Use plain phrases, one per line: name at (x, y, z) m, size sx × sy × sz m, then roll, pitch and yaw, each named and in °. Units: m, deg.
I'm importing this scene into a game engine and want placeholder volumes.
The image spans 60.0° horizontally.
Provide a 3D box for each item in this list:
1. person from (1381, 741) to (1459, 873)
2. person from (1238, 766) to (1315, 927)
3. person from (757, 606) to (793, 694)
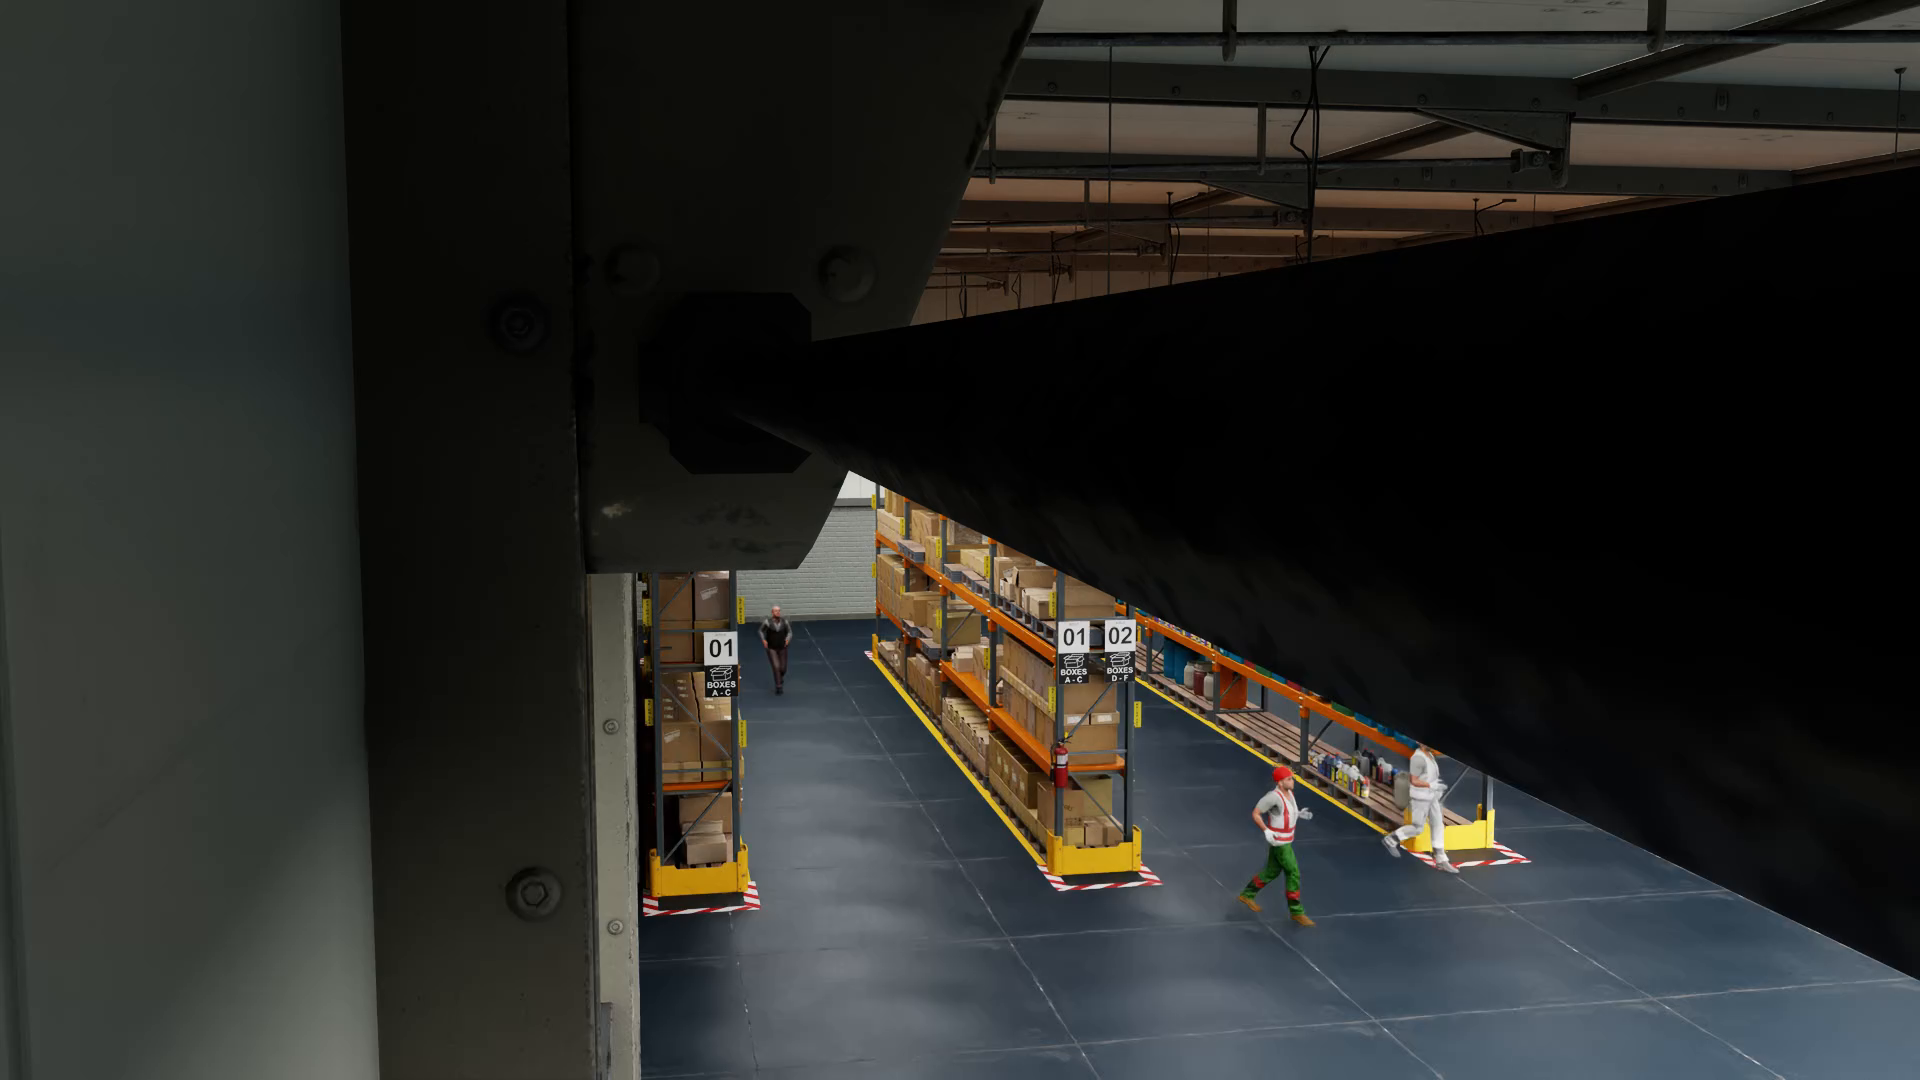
person at (5.841, 3.276, 21.039) m, size 0.985 × 1.793 × 0.655 m, roll 4°, pitch 7°, yaw 35°
person at (3.662, 3.476, 19.100) m, size 0.912 × 1.817 × 0.629 m, roll 3°, pitch 6°, yaw 23°
person at (-3.615, 2.143, 32.668) m, size 0.691 × 1.690 × 0.783 m, roll -2°, pitch 6°, yaw -18°
